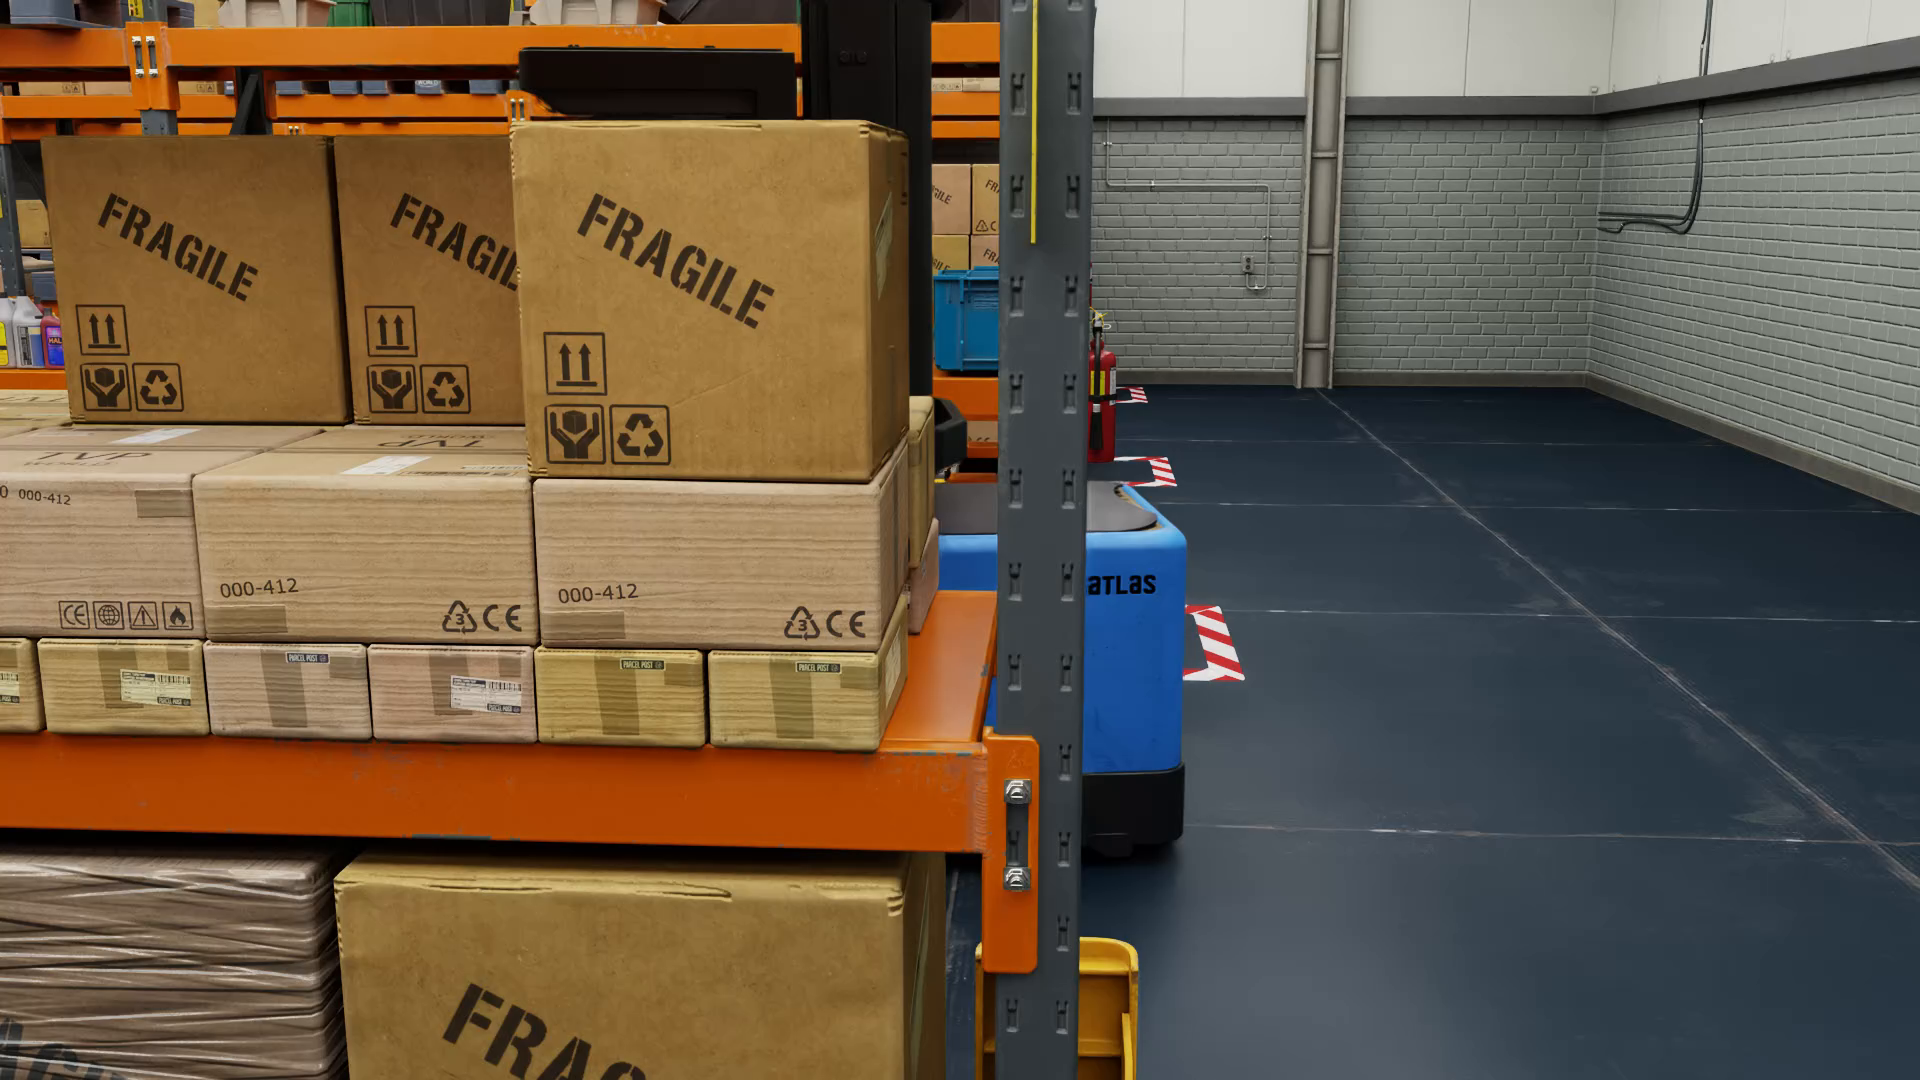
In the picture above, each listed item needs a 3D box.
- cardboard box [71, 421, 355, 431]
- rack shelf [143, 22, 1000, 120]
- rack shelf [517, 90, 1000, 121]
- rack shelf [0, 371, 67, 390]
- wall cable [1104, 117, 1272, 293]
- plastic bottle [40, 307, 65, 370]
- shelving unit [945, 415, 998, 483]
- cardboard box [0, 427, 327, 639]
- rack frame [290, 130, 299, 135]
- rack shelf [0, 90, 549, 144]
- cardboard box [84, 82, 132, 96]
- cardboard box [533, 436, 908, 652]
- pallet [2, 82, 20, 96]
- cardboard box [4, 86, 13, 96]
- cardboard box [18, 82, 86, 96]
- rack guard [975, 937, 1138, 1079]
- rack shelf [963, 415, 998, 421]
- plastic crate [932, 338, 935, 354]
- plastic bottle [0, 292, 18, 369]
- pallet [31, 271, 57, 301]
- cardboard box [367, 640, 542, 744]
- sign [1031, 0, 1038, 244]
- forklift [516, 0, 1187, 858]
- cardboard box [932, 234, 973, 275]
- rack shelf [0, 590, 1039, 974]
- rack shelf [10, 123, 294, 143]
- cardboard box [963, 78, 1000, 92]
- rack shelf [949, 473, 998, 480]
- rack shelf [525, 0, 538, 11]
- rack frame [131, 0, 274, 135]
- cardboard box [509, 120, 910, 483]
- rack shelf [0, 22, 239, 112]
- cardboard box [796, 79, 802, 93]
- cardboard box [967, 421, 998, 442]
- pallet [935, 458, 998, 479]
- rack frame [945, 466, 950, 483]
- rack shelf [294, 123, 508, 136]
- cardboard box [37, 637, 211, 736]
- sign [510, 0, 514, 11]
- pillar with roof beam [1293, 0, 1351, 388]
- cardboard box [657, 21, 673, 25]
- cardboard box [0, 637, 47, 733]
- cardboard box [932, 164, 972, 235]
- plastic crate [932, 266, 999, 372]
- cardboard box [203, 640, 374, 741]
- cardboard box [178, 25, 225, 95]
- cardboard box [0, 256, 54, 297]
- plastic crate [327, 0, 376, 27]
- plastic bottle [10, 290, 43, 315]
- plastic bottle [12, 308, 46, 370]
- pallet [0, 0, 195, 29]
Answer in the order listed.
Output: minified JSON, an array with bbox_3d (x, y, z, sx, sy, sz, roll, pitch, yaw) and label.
[{"bbox_3d":[-1.331,-0.134,3.225,0.500,0.250,0.500,0,12,2],"label":"cardboard box"},{"bbox_3d":[-1.515,-2.142,7.615,4.000,0.370,1.077,1,12,4],"label":"rack shelf"},{"bbox_3d":[-1.180,-3.154,12.453,4.000,0.370,1.077,1,12,4],"label":"rack shelf"},{"bbox_3d":[-5.506,-0.729,8.184,4.000,0.370,1.077,1,12,4],"label":"rack shelf"},{"bbox_3d":[2.483,-3.696,18.130,1.851,1.984,0.084,1,12,4],"label":"wall cable"},{"bbox_3d":[-4.159,-0.930,7.672,0.133,0.283,0.061,1,12,4],"label":"plastic bottle"},{"bbox_3d":[0.163,-0.585,10.135,0.499,1.200,0.258,1,12,4],"label":"shelving unit"},{"bbox_3d":[-1.366,-0.026,2.705,0.500,0.250,0.500,0,12,2],"label":"cardboard box"},{"bbox_3d":[-6.840,-3.132,17.917,0.127,3.000,1.000,1,12,4],"label":"rack frame"},{"bbox_3d":[-5.171,-3.209,12.714,4.000,0.370,1.077,1,12,4],"label":"rack shelf"},{"bbox_3d":[-6.220,-3.631,12.732,0.500,0.500,0.910,1,12,4],"label":"cardboard box"},{"bbox_3d":[-0.352,-0.012,2.638,0.500,0.250,0.500,1,12,3],"label":"cardboard box"},{"bbox_3d":[-7.850,-3.487,12.748,1.003,0.211,1.213,1,12,6],"label":"pallet"},{"bbox_3d":[-10.290,-4.886,17.704,0.500,0.500,0.500,3,12,12],"label":"cardboard box"},{"bbox_3d":[-6.729,-3.638,12.766,0.500,0.500,0.910,1,12,4],"label":"cardboard box"},{"bbox_3d":[0.174,1.237,3.135,0.348,0.500,1.175,1,12,4],"label":"rack guard"},{"bbox_3d":[0.165,-0.738,10.102,0.480,0.148,0.258,1,12,4],"label":"rack shelf"},{"bbox_3d":[-0.058,-0.991,8.178,0.298,0.136,0.250,1,12,4],"label":"plastic crate"},{"bbox_3d":[-4.449,-0.975,7.725,0.185,0.351,0.144,1,12,4],"label":"plastic bottle"},{"bbox_3d":[-6.486,-2.032,13.122,1.003,0.211,1.213,1,12,4],"label":"pallet"},{"bbox_3d":[-0.739,0.191,2.641,0.250,0.149,0.380,1,12,4],"label":"cardboard box"},{"bbox_3d":[0.099,-0.559,2.209,0.005,0.325,0.100,1,12,4],"label":"sign"},{"bbox_3d":[-0.825,-0.477,5.391,3.031,2.935,1.130,-1,12,-5],"label":"forklift"},{"bbox_3d":[-0.168,-2.017,12.339,0.500,0.500,0.500,1,12,4],"label":"cardboard box"},{"bbox_3d":[-1.846,0.338,3.085,4.000,0.370,1.077,1,12,4],"label":"rack shelf"},{"bbox_3d":[-8.835,-4.276,17.814,4.000,0.370,1.077,1,12,4],"label":"rack shelf"},{"bbox_3d":[0.285,-3.359,12.040,0.500,0.250,0.500,1,12,4],"label":"cardboard box"},{"bbox_3d":[0.165,-0.363,10.181,0.457,0.050,0.221,1,12,4],"label":"rack shelf"},{"bbox_3d":[-4.844,-5.494,17.286,4.000,0.370,1.077,1,12,4],"label":"rack shelf"},{"bbox_3d":[-3.510,-1.054,7.980,0.127,3.000,1.000,1,12,4],"label":"rack frame"},{"bbox_3d":[-0.354,-0.379,2.564,0.500,0.500,0.500,1,12,4],"label":"cardboard box"},{"bbox_3d":[-5.506,-2.197,7.877,4.000,0.370,1.077,1,12,4],"label":"rack shelf"},{"bbox_3d":[-1.211,-3.382,12.152,0.500,0.250,0.500,1,12,4],"label":"cardboard box"},{"bbox_3d":[0.256,-0.960,12.561,0.500,0.500,0.500,1,12,4],"label":"cardboard box"},{"bbox_3d":[-27.335,-2.474,0.118,54.027,8.999,28.867,1,12,4],"label":"pallet"},{"bbox_3d":[-0.078,-0.588,10.150,0.015,1.200,0.240,1,12,4],"label":"rack frame"},{"bbox_3d":[-4.844,-4.221,17.552,4.000,0.370,1.077,1,12,4],"label":"rack shelf"},{"bbox_3d":[-1.247,0.184,2.674,0.250,0.149,0.380,1,12,2],"label":"cardboard box"},{"bbox_3d":[-3.209,-3.866,11.874,0.005,0.325,0.100,1,12,4],"label":"sign"},{"bbox_3d":[3.607,-5.220,13.243,0.400,9.000,9.100,1,12,4],"label":"pillar with roof beam"},{"bbox_3d":[-2.208,-3.641,12.169,0.500,0.250,0.500,1,12,4],"label":"cardboard box"},{"bbox_3d":[-1.506,0.181,2.690,0.250,0.149,0.380,1,12,4],"label":"cardboard box"},{"bbox_3d":[-0.151,-2.506,12.235,0.500,0.500,0.500,1,12,5],"label":"cardboard box"},{"bbox_3d":[0.134,-1.012,7.548,0.499,0.435,0.616,1,12,4],"label":"plastic crate"},{"bbox_3d":[-0.988,0.188,2.658,0.250,0.149,0.380,1,12,5],"label":"cardboard box"},{"bbox_3d":[-5.702,-3.624,12.698,0.500,0.500,0.910,1,12,4],"label":"cardboard box"},{"bbox_3d":[-7.527,-2.091,13.154,0.500,0.311,0.500,2,12,7],"label":"cardboard box"},{"bbox_3d":[-3.068,-2.474,7.962,0.662,0.188,0.450,1,12,4],"label":"plastic crate"},{"bbox_3d":[-4.440,-1.005,7.866,0.185,0.351,0.144,1,12,4],"label":"plastic bottle"},{"bbox_3d":[-4.290,-0.937,7.726,0.135,0.276,0.152,1,12,4],"label":"plastic bottle"},{"bbox_3d":[-6.198,-1.587,10.504,5.144,3.011,6.198,1,12,4],"label":"pallet"}]
